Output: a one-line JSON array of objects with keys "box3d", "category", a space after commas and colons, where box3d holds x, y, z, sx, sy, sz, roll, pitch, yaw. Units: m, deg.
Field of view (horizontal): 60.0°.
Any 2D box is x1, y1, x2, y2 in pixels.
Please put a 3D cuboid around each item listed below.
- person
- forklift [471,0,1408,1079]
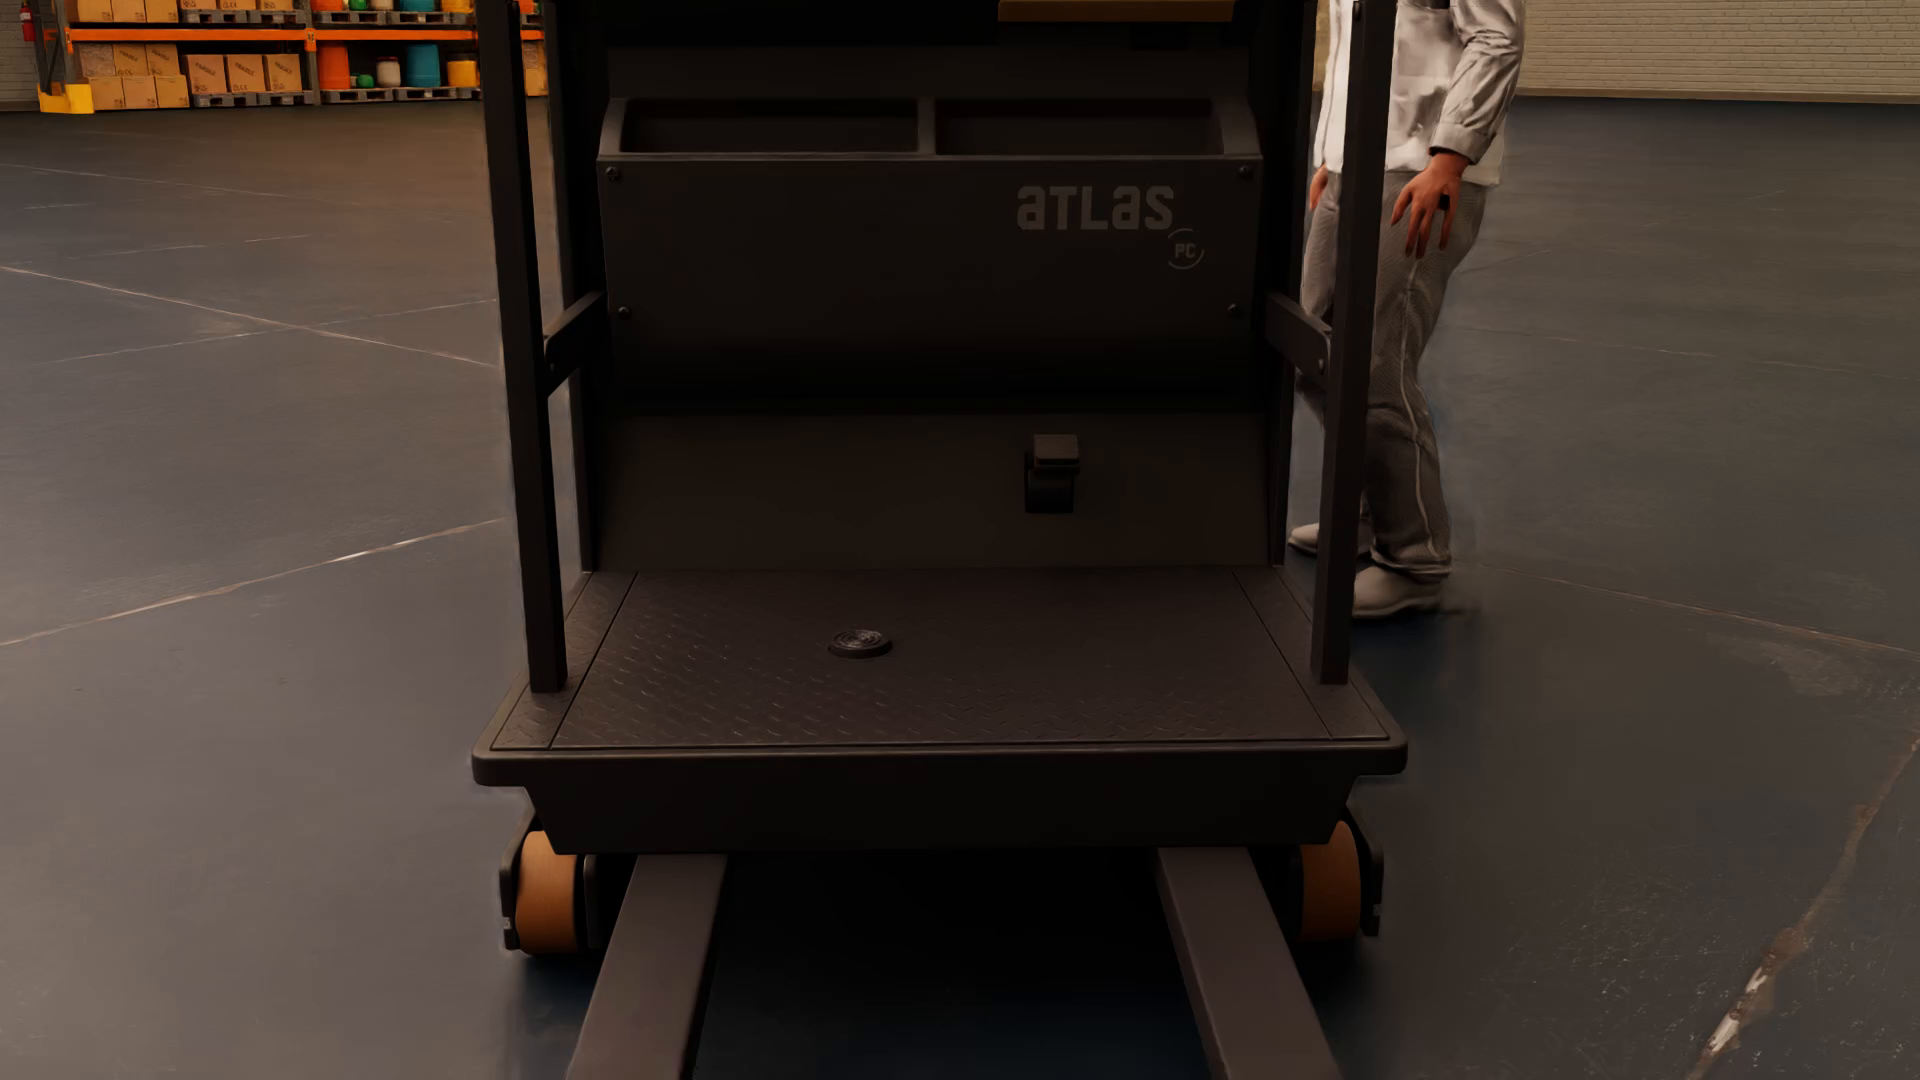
[{"box3d": [0.902, -0.764, 3.469, 0.407, 1.743, 0.770, -2, 17, -5], "category": "person"}, {"box3d": [-0.032, -0.955, 2.043, 1.130, 2.935, 3.031, 0, 17, -2], "category": "forklift"}]
